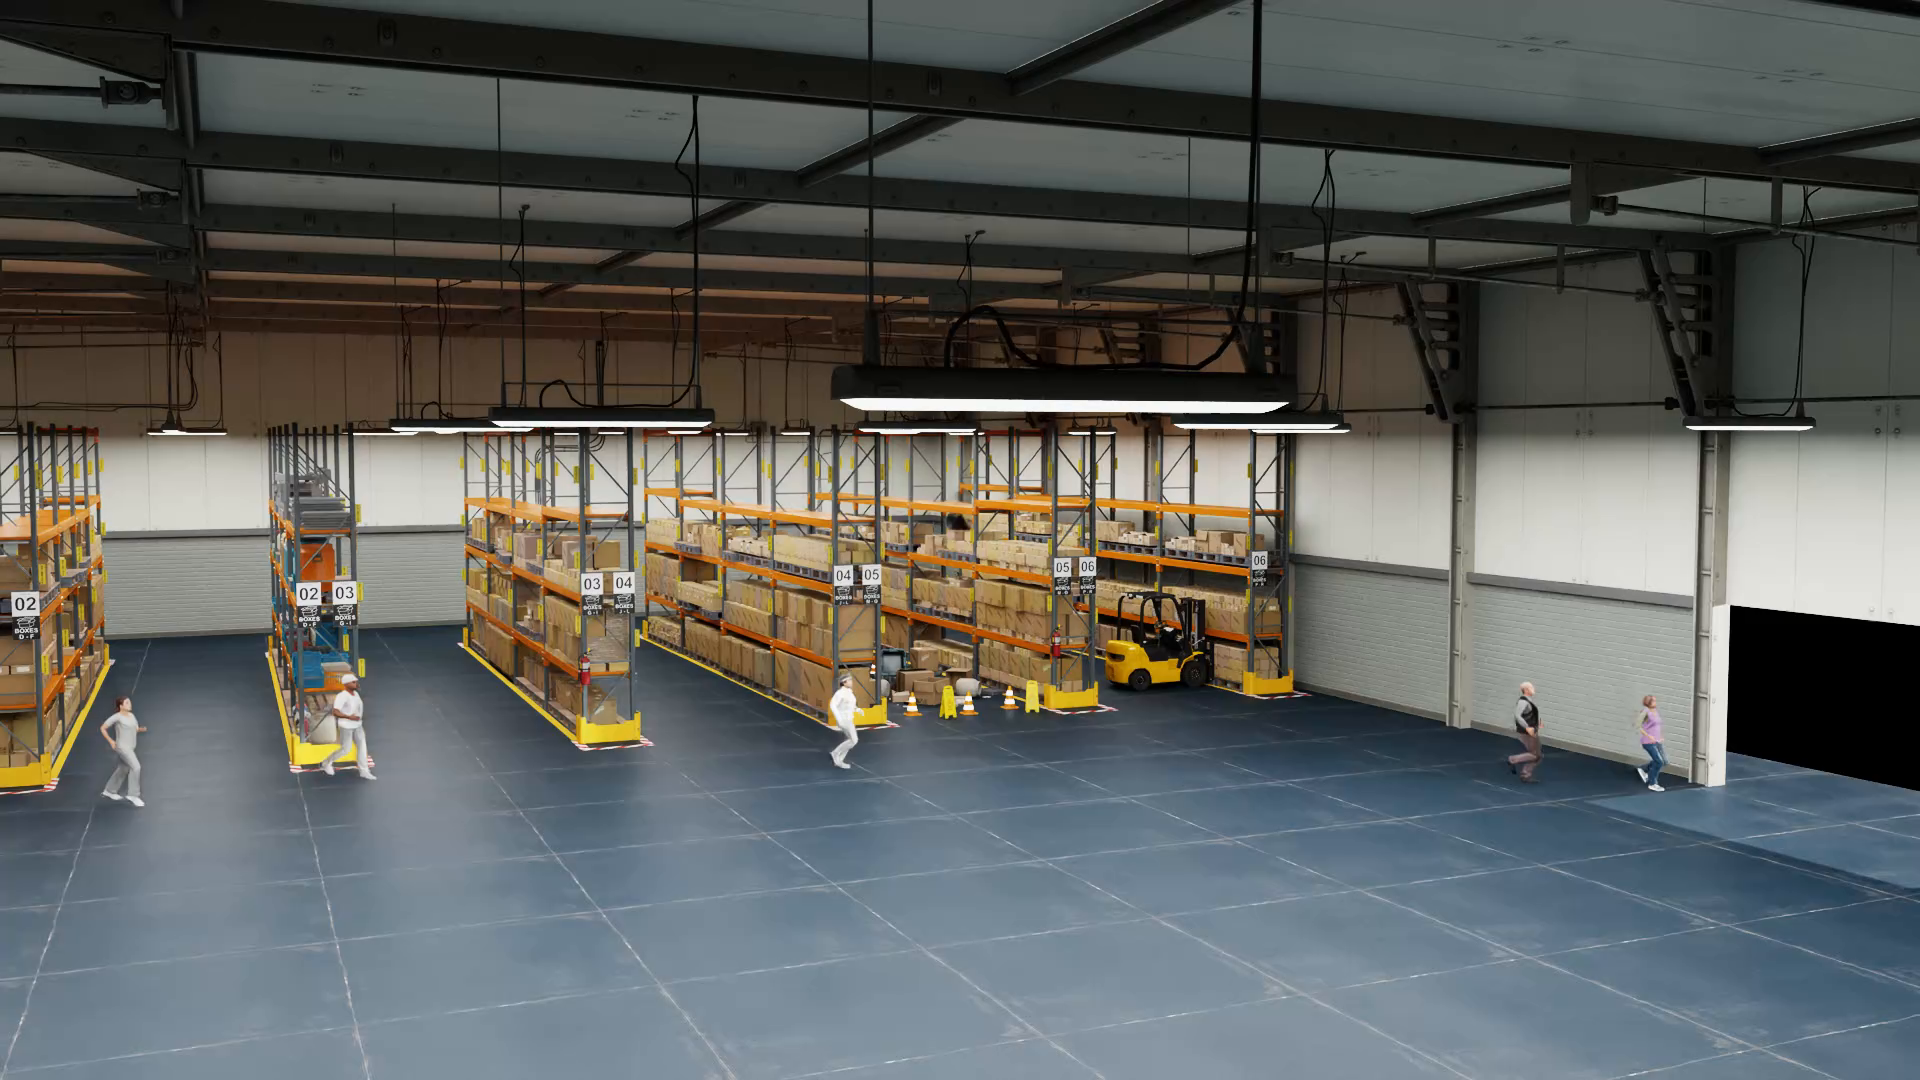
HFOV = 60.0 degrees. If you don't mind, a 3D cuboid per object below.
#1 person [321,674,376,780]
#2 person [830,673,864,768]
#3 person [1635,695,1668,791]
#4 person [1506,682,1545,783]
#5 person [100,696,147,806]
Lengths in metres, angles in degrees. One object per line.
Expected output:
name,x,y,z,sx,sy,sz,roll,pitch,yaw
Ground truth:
person,-10.227,3.133,27.875,0.985,1.765,0.731,1,4,14
person,-1.949,3.128,28.880,0.534,1.663,0.628,1,4,14
person,11.255,3.298,27.099,0.567,1.545,0.509,-3,4,-37
person,9.410,3.201,27.665,0.583,1.677,0.665,2,4,26
person,-13.077,3.296,25.997,0.770,1.720,0.539,0,3,3
